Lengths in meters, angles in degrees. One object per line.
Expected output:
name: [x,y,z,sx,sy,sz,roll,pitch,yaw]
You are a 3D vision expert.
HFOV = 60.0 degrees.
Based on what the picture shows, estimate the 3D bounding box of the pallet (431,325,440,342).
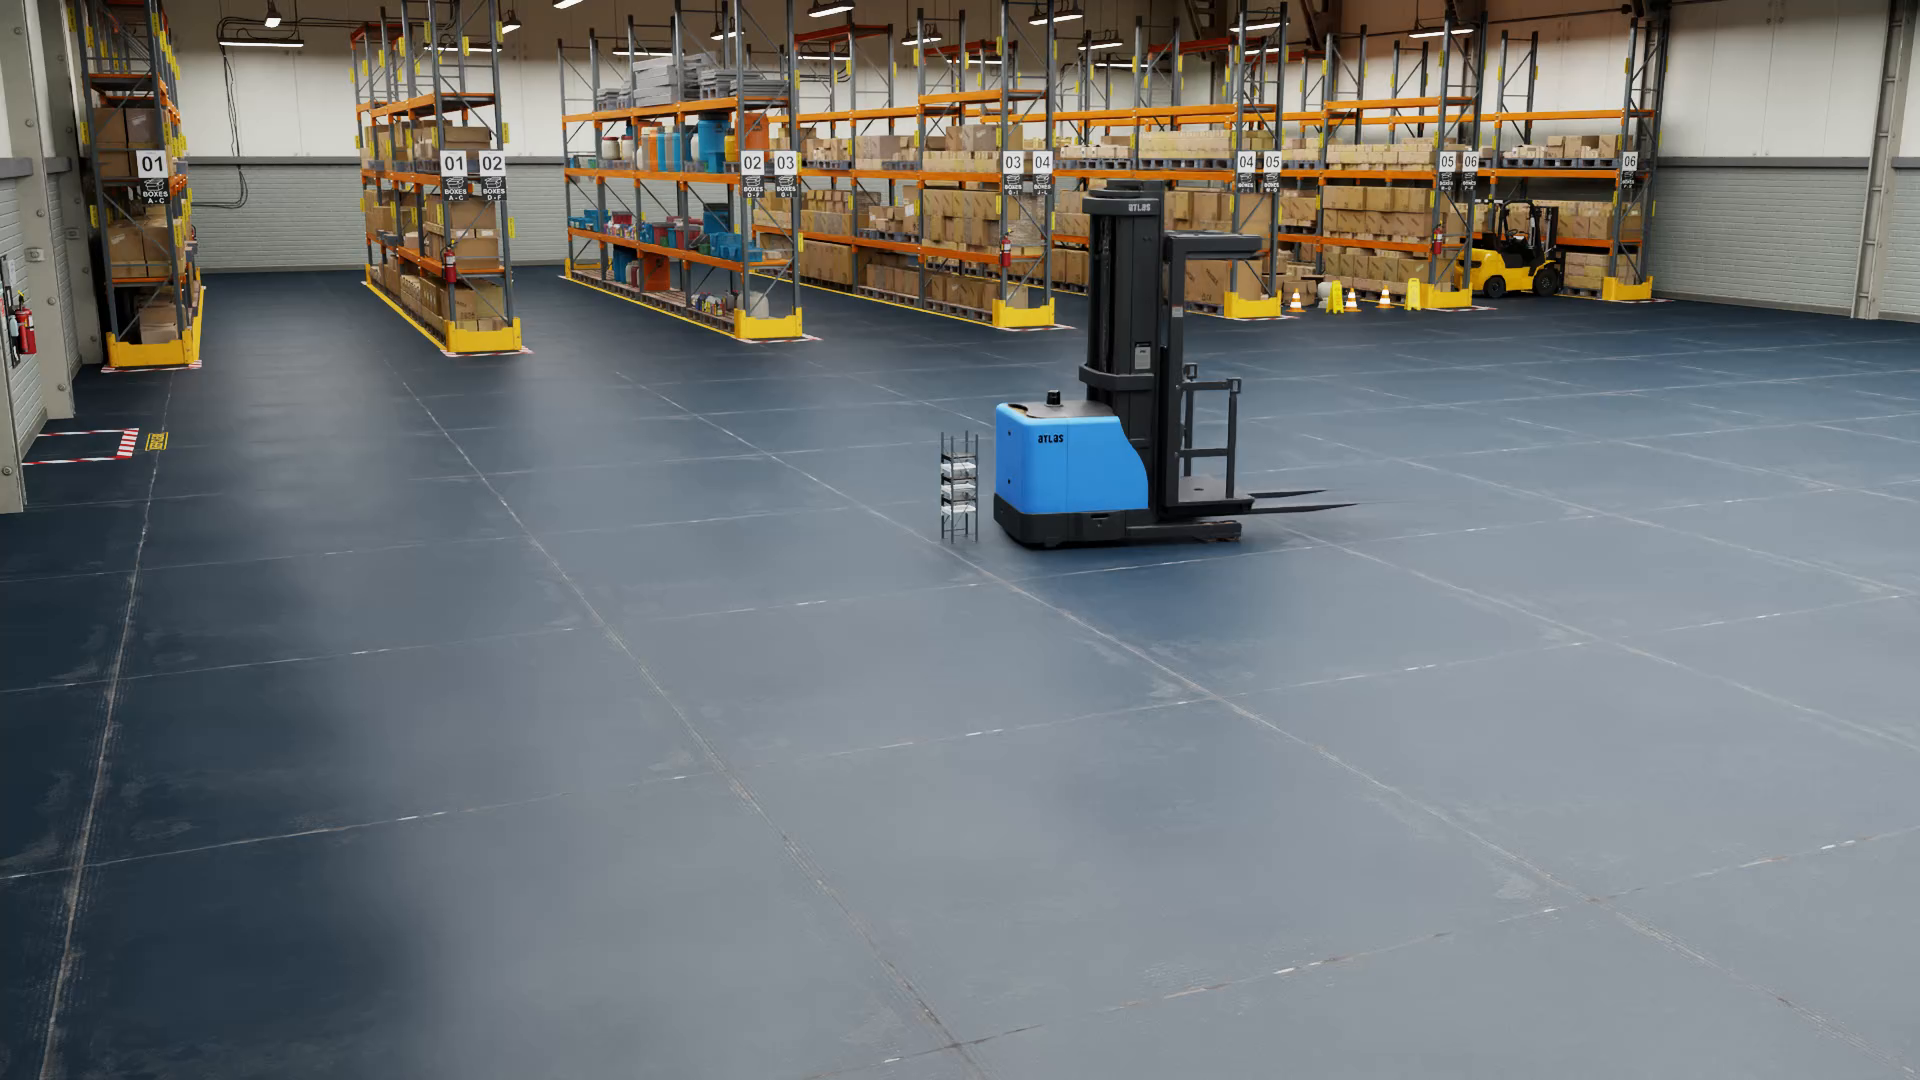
pallet: [-8.681,-3.649,29.167,1.003,0.211,1.213,-6,14,-23]

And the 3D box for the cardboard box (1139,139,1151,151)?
cardboard box: [4.149,-8.409,35.418,0.500,0.250,0.500,-6,14,-23]

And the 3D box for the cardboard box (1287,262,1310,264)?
cardboard box: [7.921,-6.541,40.376,0.950,0.372,0.625,-5,14,-21]

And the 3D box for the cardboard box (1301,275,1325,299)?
cardboard box: [7.887,-5.656,37.193,0.500,0.500,0.500,4,14,16]

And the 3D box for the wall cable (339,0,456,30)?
wall cable: [-15.422,-15.270,45.488,3.097,2.526,0.112,-6,14,-23]

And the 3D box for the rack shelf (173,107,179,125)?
rack shelf: [-16.395,-8.597,33.538,1.077,0.370,4.000,-6,14,-23]

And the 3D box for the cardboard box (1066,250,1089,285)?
cardboard box: [3.122,-6.370,38.796,1.050,0.750,0.750,-5,14,-22]

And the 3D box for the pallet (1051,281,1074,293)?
pallet: [2.854,-6.047,39.529,1.003,0.211,1.213,-6,14,-23]

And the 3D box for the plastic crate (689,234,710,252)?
plastic crate: [-4.821,-5.724,32.089,0.767,0.338,0.504,-6,14,-23]

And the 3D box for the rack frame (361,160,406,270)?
rack frame: [-14.261,-7.907,41.381,1.000,3.000,0.127,-6,14,-23]

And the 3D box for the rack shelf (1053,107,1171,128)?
rack shelf: [3.408,-9.539,37.612,1.077,0.370,4.000,-6,14,-23]

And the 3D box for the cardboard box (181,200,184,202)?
cardboard box: [-16.374,-6.916,34.510,0.500,0.250,0.500,-5,14,-22]

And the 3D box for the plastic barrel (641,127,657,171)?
plastic barrel: [-6.386,-8.217,34.957,0.600,0.901,0.600,0,13,0]

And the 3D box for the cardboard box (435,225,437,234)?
cardboard box: [-8.900,-5.400,28.888,0.380,0.149,0.250,-6,14,-23]

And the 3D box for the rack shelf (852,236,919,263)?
rack shelf: [-1.177,-6.384,36.398,1.077,0.370,4.000,-6,14,-23]

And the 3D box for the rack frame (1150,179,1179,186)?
rack frame: [5.500,-8.870,45.541,1.000,3.000,0.127,-6,14,-23]

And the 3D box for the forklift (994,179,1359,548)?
forklift: [1.863,-1.518,13.930,3.031,2.935,1.130,-3,13,-13]

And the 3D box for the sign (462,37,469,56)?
sign: [-8.936,-8.928,30.064,0.100,0.325,0.005,-6,14,-23]

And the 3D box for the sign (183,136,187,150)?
sign: [-18.296,-9.359,39.215,0.100,0.325,0.005,-6,14,-23]

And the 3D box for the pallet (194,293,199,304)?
pallet: [-16.818,-5.121,35.529,1.003,0.211,1.213,-6,14,-23]

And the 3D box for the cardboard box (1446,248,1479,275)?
cardboard box: [12.728,-6.981,41.717,0.875,0.625,0.625,-6,14,-24]

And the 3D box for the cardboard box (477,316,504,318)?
cardboard box: [-8.066,-3.700,28.371,0.500,0.250,0.500,-6,14,-23]

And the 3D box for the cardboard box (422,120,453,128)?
cardboard box: [-9.665,-7.517,30.782,0.500,0.500,0.500,-5,14,-22]

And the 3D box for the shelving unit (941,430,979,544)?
shelving unit: [-0.003,-0.440,13.776,0.258,0.900,0.210,-6,14,-23]

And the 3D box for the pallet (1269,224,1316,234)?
pallet: [7.933,-7.544,40.240,1.003,0.211,1.213,-6,14,-23]

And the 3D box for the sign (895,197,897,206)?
sign: [-1.485,-7.725,38.201,0.100,0.325,0.005,-6,14,-23]

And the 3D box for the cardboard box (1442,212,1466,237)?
cardboard box: [10.371,-6.707,35.315,0.500,0.500,0.500,-6,14,-24]

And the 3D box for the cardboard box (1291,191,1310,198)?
cardboard box: [8.025,-8.147,39.168,0.380,0.149,0.250,-6,14,-25]

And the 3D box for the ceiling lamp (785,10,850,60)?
ceiling lamp: [-3.935,-15.351,47.295,2.000,3.185,0.800,-6,14,-23]

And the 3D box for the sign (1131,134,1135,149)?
sign: [3.716,-8.564,35.725,0.100,0.325,0.005,-6,14,-23]

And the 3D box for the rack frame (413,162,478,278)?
rack frame: [-9.454,-5.428,30.669,1.000,3.000,0.127,-6,14,-23]

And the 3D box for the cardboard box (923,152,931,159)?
cardboard box: [-0.528,-7.809,33.755,0.380,0.149,0.250,-6,14,-25]

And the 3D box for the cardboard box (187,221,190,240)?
cardboard box: [-17.398,-6.892,36.331,0.980,0.700,0.700,-5,14,-22]

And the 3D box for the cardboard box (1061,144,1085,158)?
cardboard box: [2.695,-9.077,38.829,0.500,0.311,0.500,-6,14,-23]

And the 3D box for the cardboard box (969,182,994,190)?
cardboard box: [0.569,-9.155,43.675,0.500,0.500,0.500,-6,14,-25]

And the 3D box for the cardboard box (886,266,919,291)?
cardboard box: [-1.224,-5.778,36.751,0.700,0.500,0.500,-4,14,-18]

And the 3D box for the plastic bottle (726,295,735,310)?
plastic bottle: [-4.441,-4.596,32.142,0.152,0.276,0.135,-6,14,-23]

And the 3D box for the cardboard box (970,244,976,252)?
cardboard box: [0.407,-5.670,32.273,0.380,0.149,0.250,-6,14,-23]

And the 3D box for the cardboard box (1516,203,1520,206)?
cardboard box: [13.405,-7.985,39.399,0.380,0.149,0.250,-6,14,-24]

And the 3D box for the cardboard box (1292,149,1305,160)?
cardboard box: [8.140,-9.022,38.949,0.500,0.250,0.500,-5,14,-22]

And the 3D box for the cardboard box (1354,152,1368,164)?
cardboard box: [9.034,-8.424,36.636,0.500,0.250,0.500,-5,14,-22]

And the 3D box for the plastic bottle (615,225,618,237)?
plastic bottle: [-7.819,-7.097,38.159,0.152,0.276,0.135,-6,14,-23]

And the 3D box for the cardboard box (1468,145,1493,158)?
cardboard box: [12.738,-9.465,40.504,0.500,0.311,0.500,-6,14,-25]

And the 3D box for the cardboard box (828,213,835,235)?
cardboard box: [-2.808,-7.487,39.345,0.500,0.500,0.500,-6,14,-25]

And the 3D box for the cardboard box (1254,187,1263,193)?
cardboard box: [8.980,-10.154,49.101,0.500,0.500,0.500,-5,14,-22]

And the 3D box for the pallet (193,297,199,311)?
pallet: [-16.325,-4.869,34.438,1.003,0.211,1.213,-6,14,-23]

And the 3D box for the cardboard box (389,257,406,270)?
cardboard box: [-12.086,-6.010,36.091,0.500,0.250,0.500,-6,14,-24]

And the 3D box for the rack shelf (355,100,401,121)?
rack shelf: [-13.460,-10.064,39.001,1.077,0.370,4.000,-6,14,-23]

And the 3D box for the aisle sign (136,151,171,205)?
aisle sign: [-12.086,-5.432,24.922,0.394,0.787,0.004,-6,14,-23]

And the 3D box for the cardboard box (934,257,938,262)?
cardboard box: [-0.501,-7.860,46.569,0.380,0.149,0.250,-6,14,-23]

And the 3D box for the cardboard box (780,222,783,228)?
cardboard box: [-4.415,-8.098,42.764,0.380,0.149,0.250,-5,14,-22]
